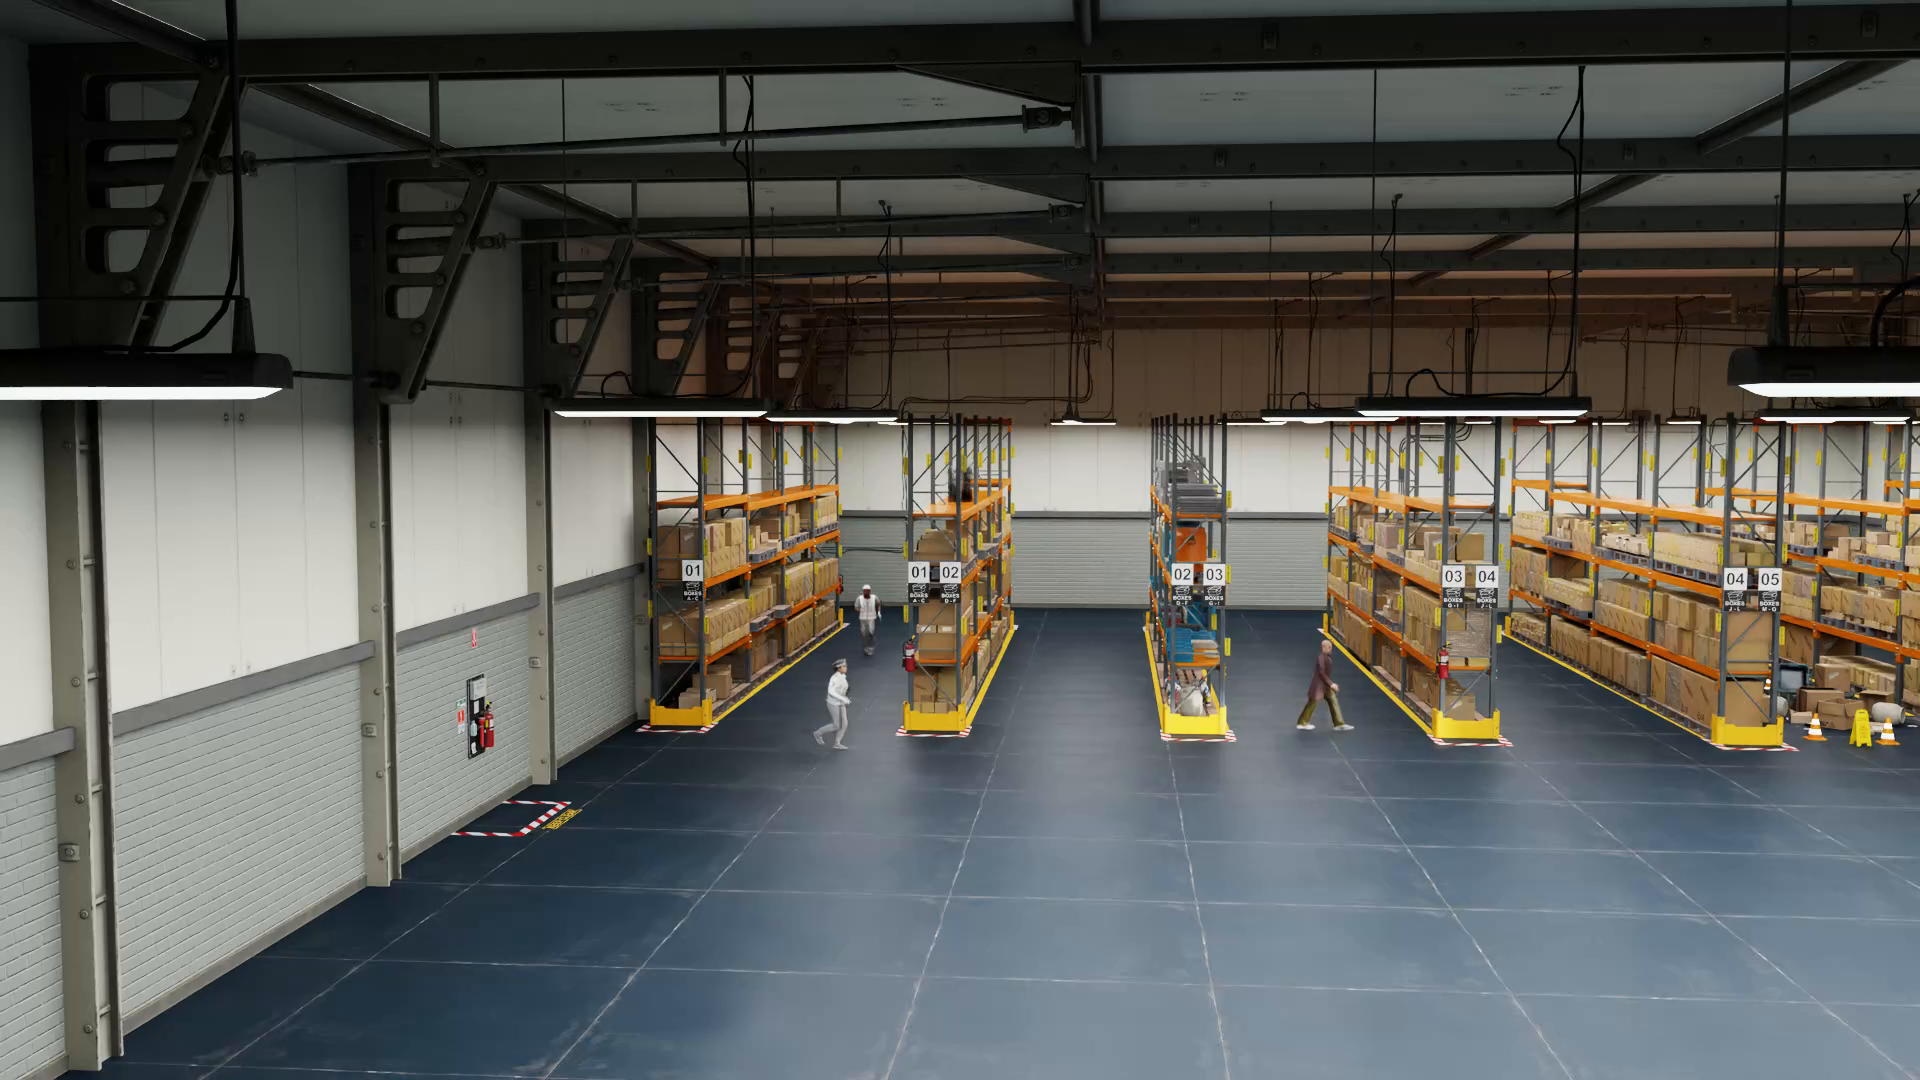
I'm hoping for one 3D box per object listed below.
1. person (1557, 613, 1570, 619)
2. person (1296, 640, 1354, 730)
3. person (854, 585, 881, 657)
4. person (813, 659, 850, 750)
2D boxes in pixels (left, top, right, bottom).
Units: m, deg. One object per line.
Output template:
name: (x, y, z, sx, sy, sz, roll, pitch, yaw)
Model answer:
person: (17.018, 1.780, 46.662, 0.683, 1.681, 0.561, 3, 5, 39)
person: (6.825, 2.724, 31.120, 1.048, 1.723, 0.631, 3, 5, 34)
person: (-2.321, 2.024, 41.796, 0.654, 1.813, 0.827, 0, 4, 2)
person: (-2.260, 2.920, 29.662, 0.718, 1.642, 0.609, 1, 4, 21)
